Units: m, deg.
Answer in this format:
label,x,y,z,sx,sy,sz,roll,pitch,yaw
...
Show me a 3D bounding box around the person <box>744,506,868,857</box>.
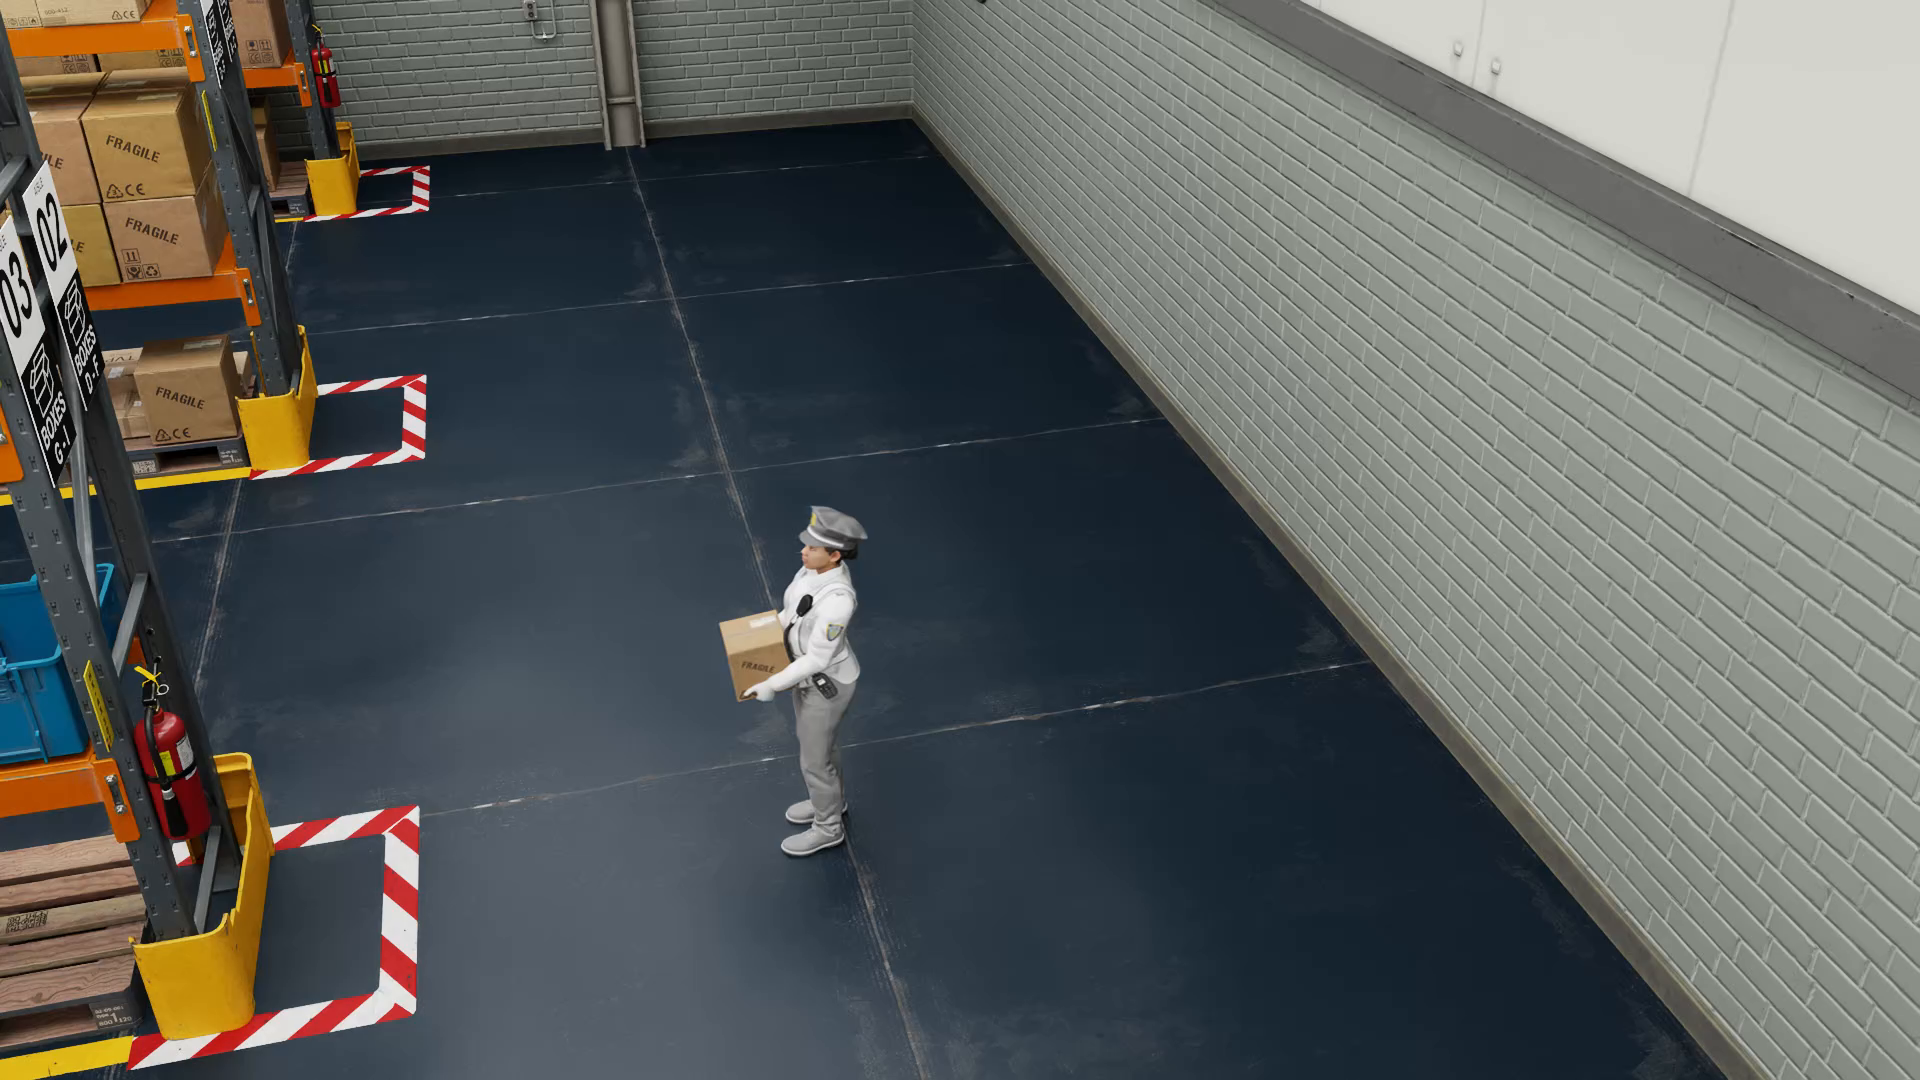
label,x,y,z,sx,sy,sz,roll,pitch,yaw
person,-0.665,0.609,7.171,0.564,1.686,0.460,-8,31,-13
